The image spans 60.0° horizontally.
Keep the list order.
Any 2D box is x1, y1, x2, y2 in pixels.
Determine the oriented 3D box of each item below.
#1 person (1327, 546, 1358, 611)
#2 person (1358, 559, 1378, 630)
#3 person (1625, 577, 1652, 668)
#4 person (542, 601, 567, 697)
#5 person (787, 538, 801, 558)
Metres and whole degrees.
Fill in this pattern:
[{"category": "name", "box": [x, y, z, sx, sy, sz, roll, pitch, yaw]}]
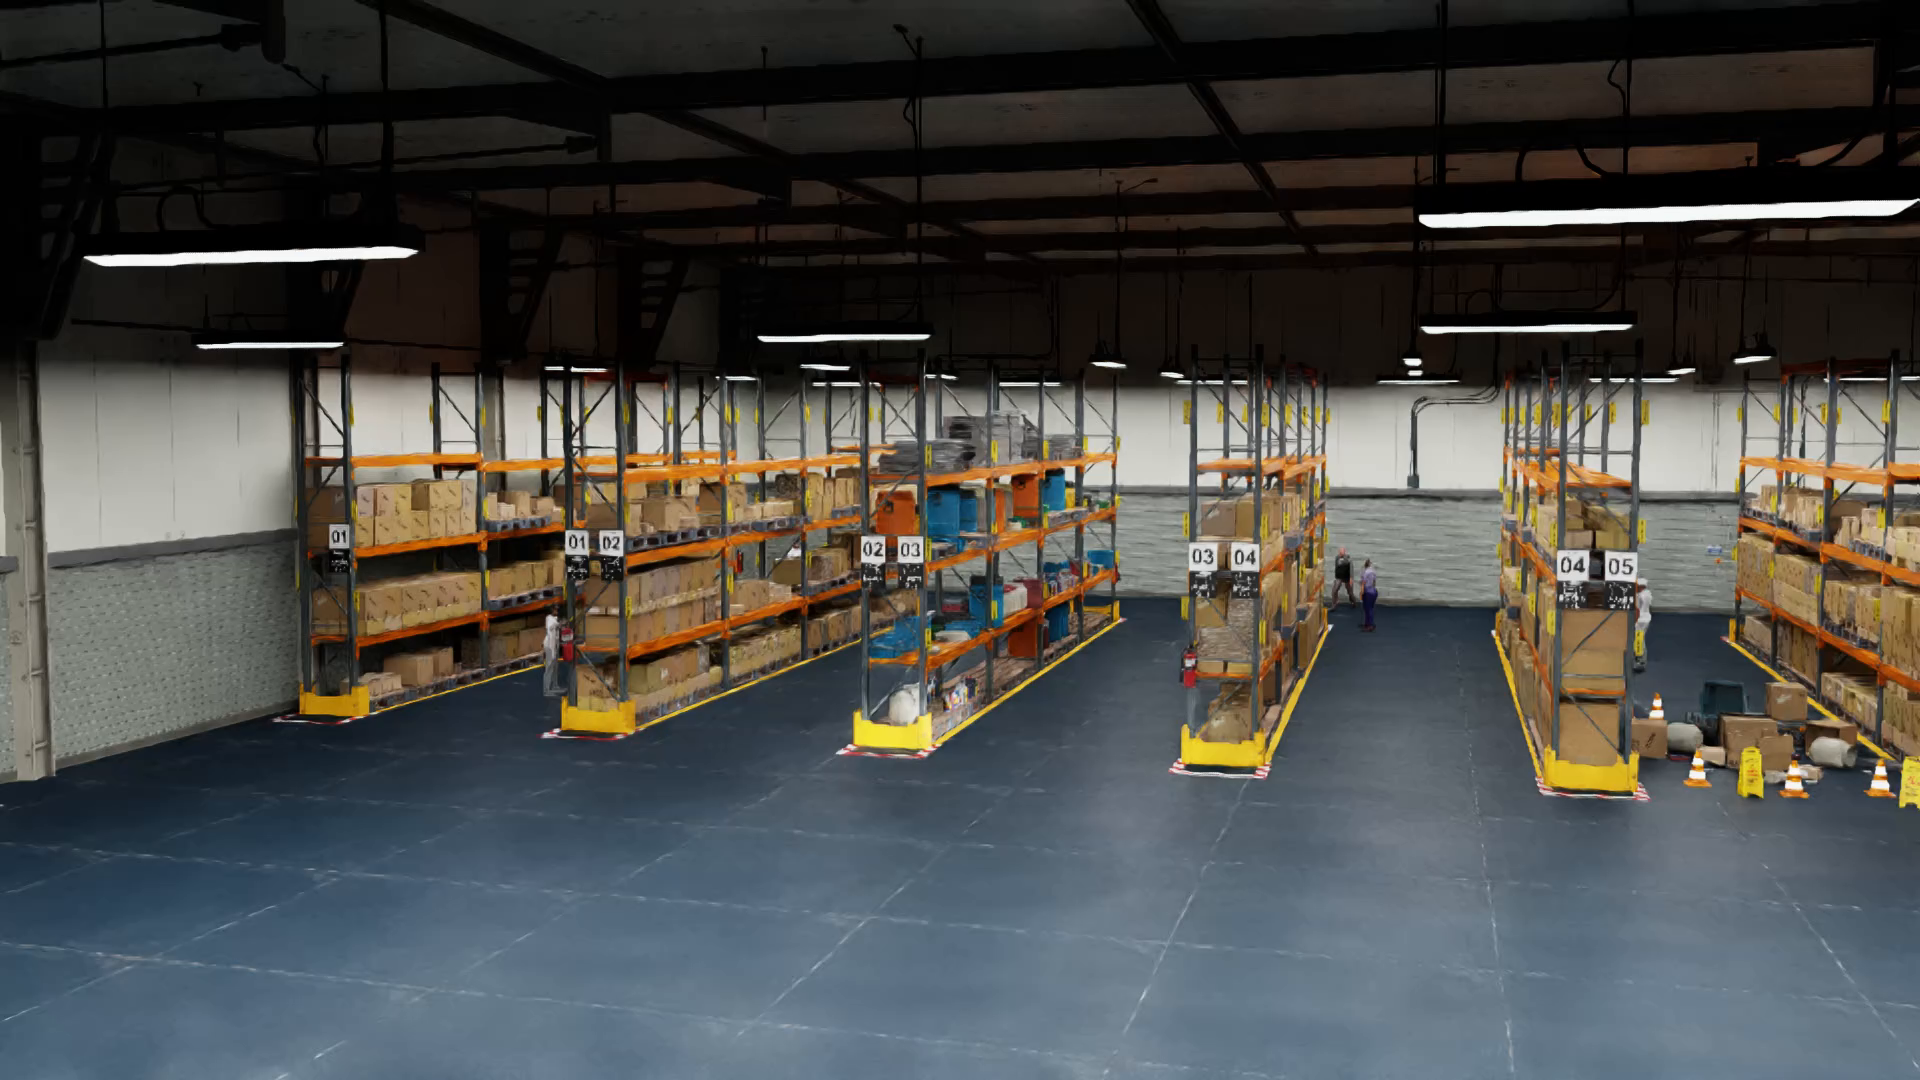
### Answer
[{"category": "person", "box": [9.848, 0.979, 42.648, 0.576, 1.672, 0.961, 3, 5, 38]}, {"category": "person", "box": [9.510, 1.265, 38.843, 0.549, 1.630, 0.598, 4, 6, 43]}, {"category": "person", "box": [13.422, 1.625, 32.944, 0.498, 1.784, 0.614, 4, 6, 44]}, {"category": "person", "box": [-7.233, 1.927, 29.653, 0.431, 1.684, 0.555, -1, 4, -14]}, {"category": "person", "box": [-4.444, 0.811, 44.281, 0.727, 1.754, 0.494, -3, 5, -37]}]
